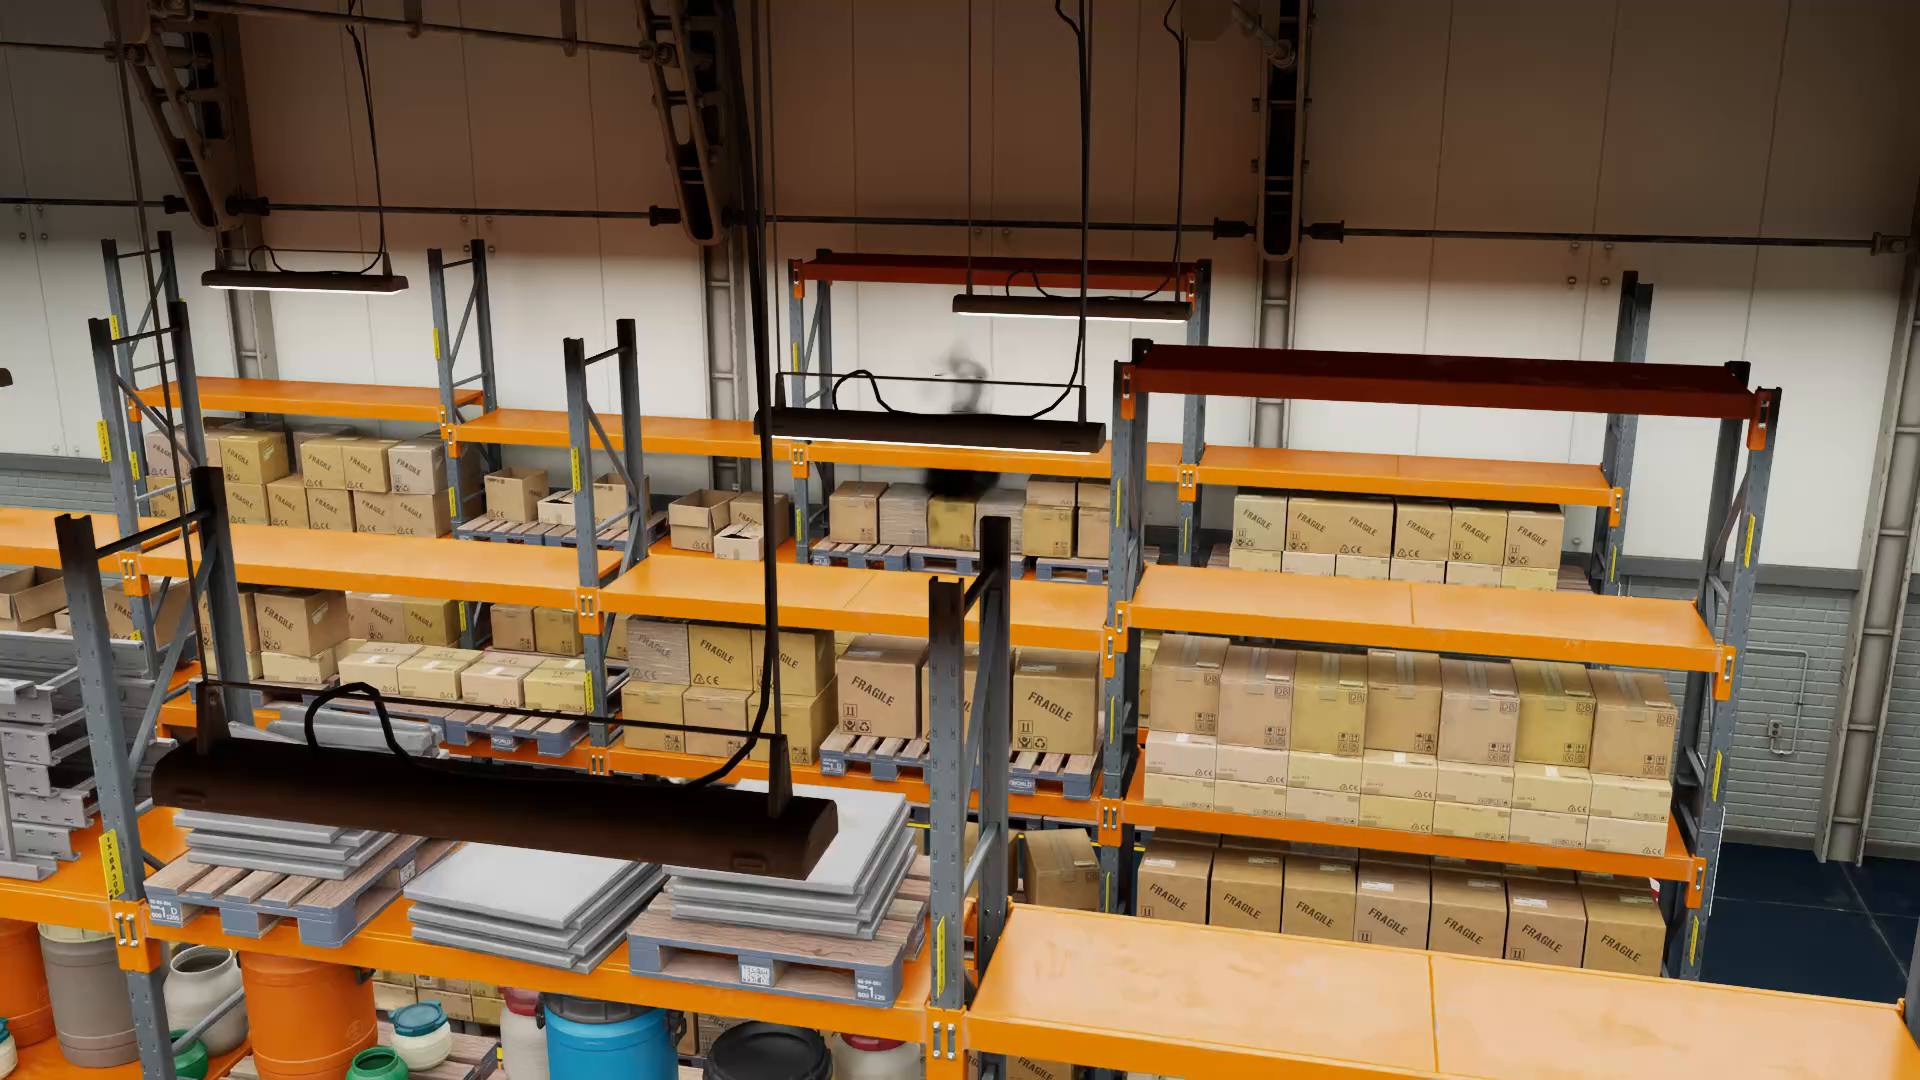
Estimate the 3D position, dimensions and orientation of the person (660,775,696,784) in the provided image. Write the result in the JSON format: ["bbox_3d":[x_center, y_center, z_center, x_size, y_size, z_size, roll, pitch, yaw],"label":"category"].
[{"bbox_3d":[-2.600,2.491,15.981,0.812,1.578,0.543,3,17,9],"label":"person"}]
